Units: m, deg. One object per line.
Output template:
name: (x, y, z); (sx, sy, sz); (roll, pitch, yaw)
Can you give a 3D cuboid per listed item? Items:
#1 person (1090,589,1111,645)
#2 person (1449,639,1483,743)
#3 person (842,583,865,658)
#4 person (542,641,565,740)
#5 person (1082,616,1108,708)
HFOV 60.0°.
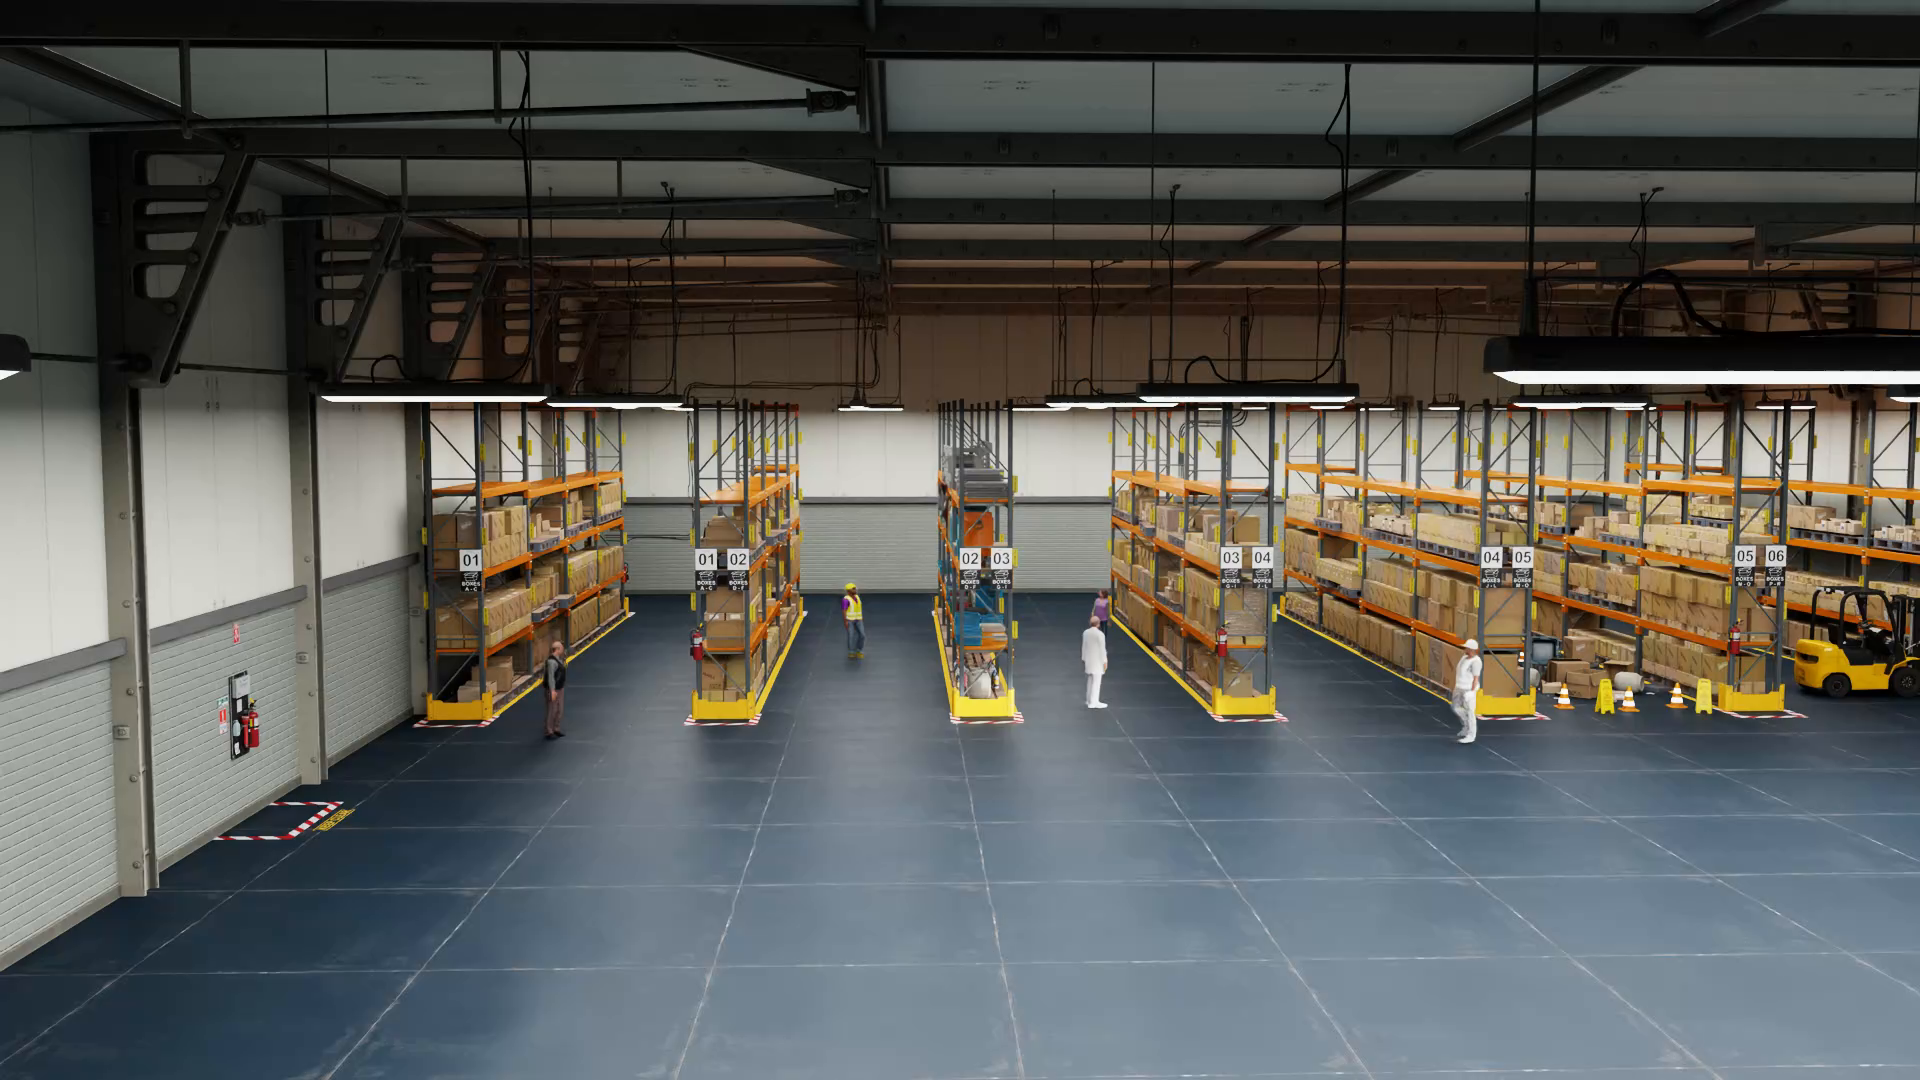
person: (3.337, 1.930, 39.697); (0.506, 1.543, 0.823); (0, 4, -4)
person: (8.845, 2.613, 29.067); (0.491, 1.782, 0.648); (-1, 5, -17)
person: (-2.482, 1.911, 38.918); (0.641, 1.817, 0.494); (-2, 5, -29)
person: (-7.162, 2.644, 29.312); (0.389, 1.732, 0.572); (0, 4, 5)
person: (2.689, 2.389, 32.447); (0.499, 1.815, 0.666); (-3, 5, -34)
